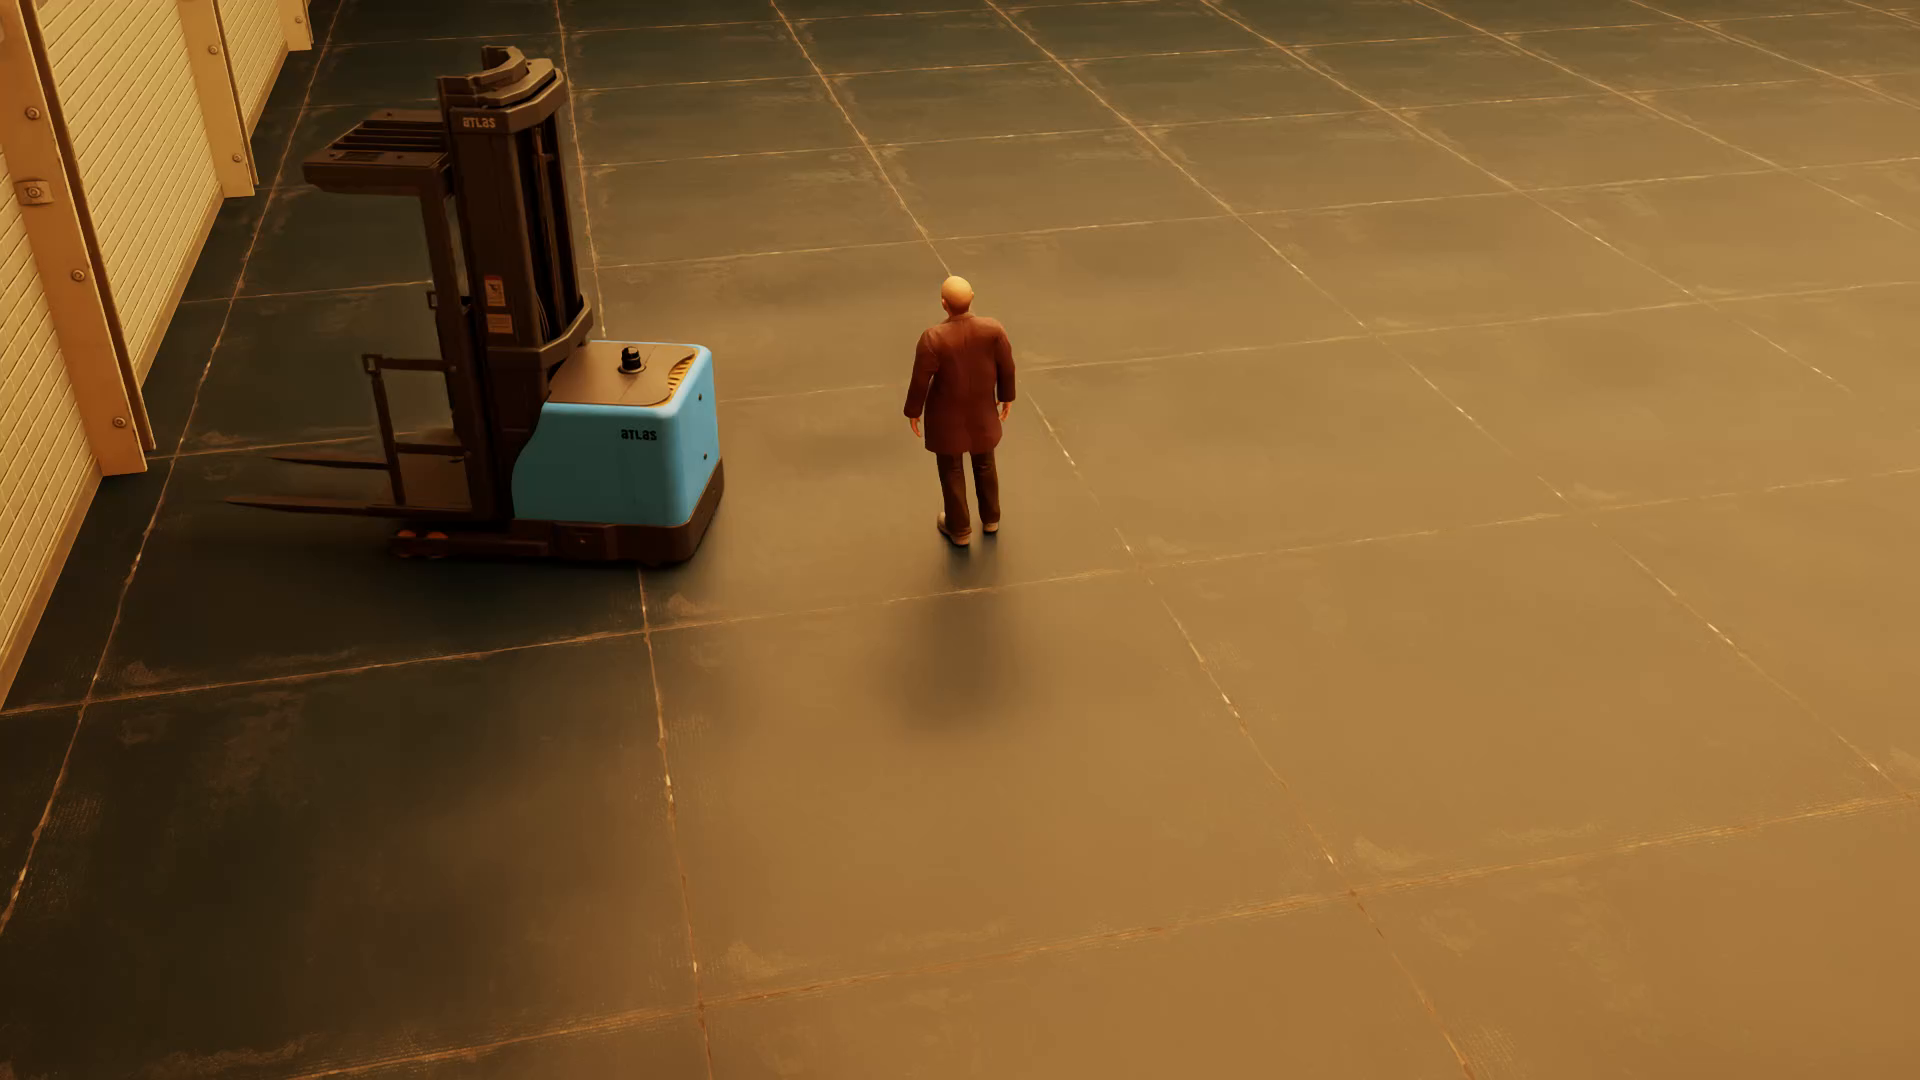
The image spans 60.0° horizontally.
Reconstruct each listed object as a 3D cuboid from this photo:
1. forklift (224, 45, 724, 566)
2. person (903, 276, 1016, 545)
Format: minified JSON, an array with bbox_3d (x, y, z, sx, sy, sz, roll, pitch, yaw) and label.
[{"bbox_3d":[-3.101,-1.409,10.008,3.031,2.935,1.130,3,30,5],"label":"forklift"},{"bbox_3d":[-0.016,-0.820,10.128,0.694,1.776,0.582,-7,31,-12],"label":"person"}]
